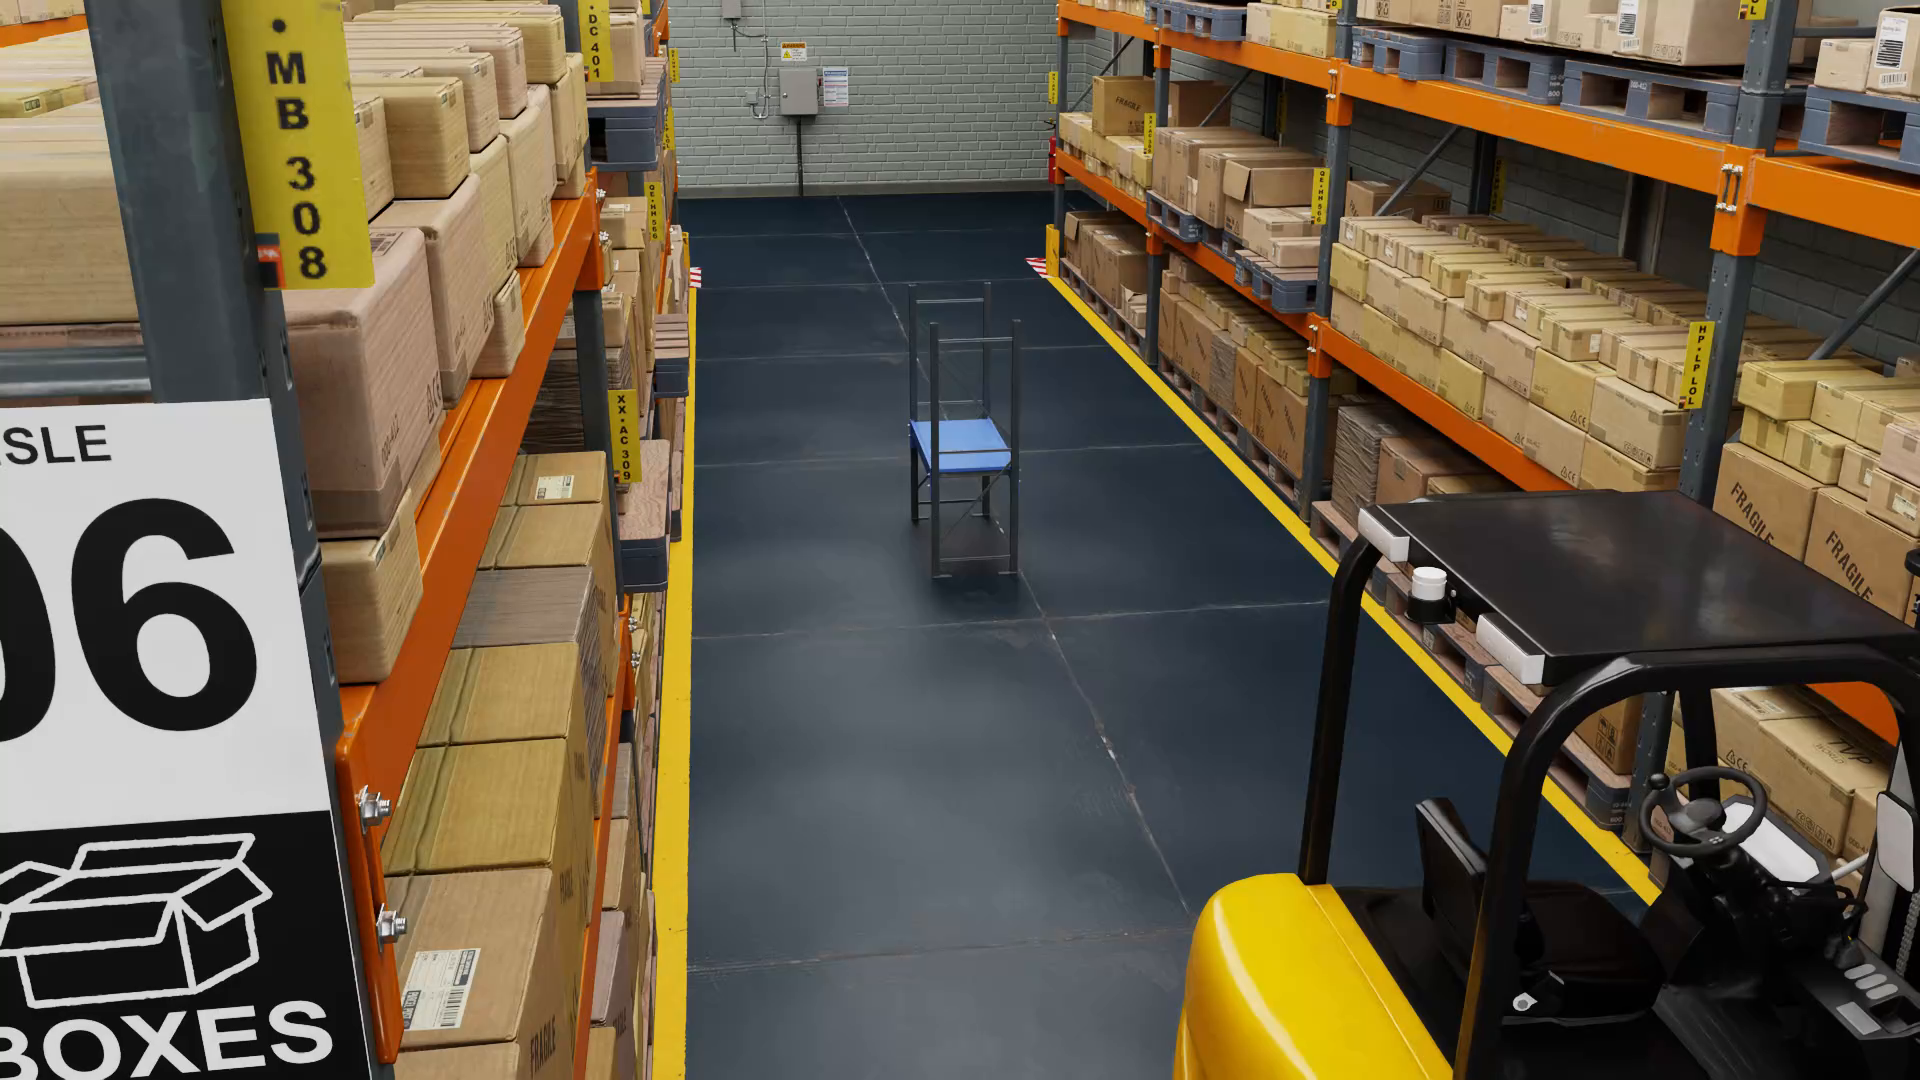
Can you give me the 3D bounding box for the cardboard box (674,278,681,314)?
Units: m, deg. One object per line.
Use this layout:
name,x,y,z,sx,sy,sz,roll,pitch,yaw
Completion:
cardboard box,-2.810,-1.902,14.085,0.875,0.438,0.875,-3,21,-9

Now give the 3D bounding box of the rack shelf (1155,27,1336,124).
rack shelf,2.374,-3.311,11.534,1.077,0.370,4.000,-3,21,-8

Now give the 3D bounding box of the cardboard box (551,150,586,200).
cardboard box,-1.324,-1.107,4.965,0.380,0.149,0.250,-3,21,-7

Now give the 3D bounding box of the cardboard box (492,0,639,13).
cardboard box,-1.442,-2.074,6.094,0.500,0.250,0.500,-3,21,-9

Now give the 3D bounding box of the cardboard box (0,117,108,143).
cardboard box,-0.997,-0.409,1.957,0.380,0.149,0.250,-3,21,-8

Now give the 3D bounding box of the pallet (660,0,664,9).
pallet,-3.106,-4.752,14.492,1.003,0.211,1.213,-3,21,-8

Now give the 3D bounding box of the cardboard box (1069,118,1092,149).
cardboard box,1.381,-4.044,16.545,0.500,0.250,0.500,-3,21,-7

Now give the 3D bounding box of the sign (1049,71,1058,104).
sign,0.972,-4.698,17.270,0.100,0.325,0.005,-3,21,-8

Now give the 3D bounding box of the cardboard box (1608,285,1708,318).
cardboard box,3.269,-1.092,7.784,0.380,0.149,0.250,-3,21,-8

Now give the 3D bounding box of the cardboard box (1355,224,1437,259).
cardboard box,2.457,-1.683,9.365,0.380,0.149,0.250,-2,21,-7

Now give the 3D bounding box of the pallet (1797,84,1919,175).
pallet,3.388,-1.235,5.074,1.003,0.211,1.213,-3,21,-8

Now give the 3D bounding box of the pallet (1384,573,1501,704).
pallet,2.915,0.465,8.670,1.003,0.211,1.213,-3,21,-8

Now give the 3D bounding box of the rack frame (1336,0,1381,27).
rack frame,2.663,-4.360,9.029,1.000,3.000,0.127,-3,21,-8

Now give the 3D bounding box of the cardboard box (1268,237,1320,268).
cardboard box,2.188,-1.837,10.607,0.380,0.149,0.250,-3,21,-7

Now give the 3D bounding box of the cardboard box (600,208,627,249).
cardboard box,-1.734,-1.433,7.670,0.380,0.149,0.250,-4,21,-10

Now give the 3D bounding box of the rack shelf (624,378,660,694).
rack shelf,-1.960,-0.269,7.677,1.077,0.370,4.000,-3,21,-8

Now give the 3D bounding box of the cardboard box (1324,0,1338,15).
cardboard box,2.373,-3.182,9.807,0.380,0.149,0.250,-2,21,-7

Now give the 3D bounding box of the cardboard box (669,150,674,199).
cardboard box,-2.768,-3.253,14.495,0.500,0.500,0.500,-3,21,-7

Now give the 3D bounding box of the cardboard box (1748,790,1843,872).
cardboard box,3.078,1.049,5.734,0.500,0.250,0.500,-3,21,-8

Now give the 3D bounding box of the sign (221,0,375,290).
sign,-0.559,-0.371,1.385,0.100,0.325,0.005,-3,21,-8

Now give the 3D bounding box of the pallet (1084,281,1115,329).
pallet,1.809,-2.290,16.045,1.003,0.211,1.213,-3,21,-8

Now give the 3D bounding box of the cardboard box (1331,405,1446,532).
cardboard box,2.739,-0.418,9.841,0.875,0.625,0.625,-2,21,-6

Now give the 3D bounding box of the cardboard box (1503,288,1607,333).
cardboard box,2.757,-1.064,7.707,0.380,0.149,0.250,-3,21,-7

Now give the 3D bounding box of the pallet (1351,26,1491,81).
pallet,2.849,-2.636,8.970,1.213,0.211,1.003,-2,21,-5

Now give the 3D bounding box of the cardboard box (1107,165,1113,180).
cardboard box,1.585,-3.450,15.525,0.380,0.149,0.250,-3,21,-8

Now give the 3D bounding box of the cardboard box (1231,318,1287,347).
cardboard box,2.177,-1.498,11.986,0.380,0.149,0.250,-4,21,-10

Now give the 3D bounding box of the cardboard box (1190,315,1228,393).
cardboard box,2.087,-1.425,12.716,0.500,0.500,0.500,-4,21,-9

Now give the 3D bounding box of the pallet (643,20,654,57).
pallet,-2.394,-2.835,9.503,1.213,0.211,1.003,-2,21,-5

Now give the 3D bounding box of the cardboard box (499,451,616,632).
cardboard box,-1.362,0.042,5.249,0.500,0.500,0.500,-3,21,-9

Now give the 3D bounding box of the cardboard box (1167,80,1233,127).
cardboard box,2.135,-3.884,15.046,0.500,0.500,0.500,-3,21,-9

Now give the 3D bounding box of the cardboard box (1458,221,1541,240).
cardboard box,3.058,-1.713,9.446,0.380,0.149,0.250,-2,21,-6

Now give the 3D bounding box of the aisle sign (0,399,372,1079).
aisle sign,-0.780,0.260,1.519,0.394,0.787,0.004,-3,21,-8

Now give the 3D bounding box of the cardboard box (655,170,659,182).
cardboard box,-2.288,-2.523,11.111,0.500,0.500,0.500,-3,21,-7

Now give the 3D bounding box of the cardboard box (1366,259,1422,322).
cardboard box,2.556,-1.375,9.109,0.500,0.250,0.500,-2,21,-6

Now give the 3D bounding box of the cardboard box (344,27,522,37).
cardboard box,-1.157,-1.030,3.619,0.380,0.149,0.250,-3,21,-7

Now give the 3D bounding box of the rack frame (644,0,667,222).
rack frame,-2.825,-2.683,13.113,1.000,3.000,0.127,-3,21,-8

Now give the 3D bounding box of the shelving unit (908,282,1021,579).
shelving unit,0.012,-0.673,9.875,0.538,1.500,1.048,-3,21,-8

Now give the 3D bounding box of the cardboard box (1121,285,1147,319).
cardboard box,1.663,-2.153,15.000,0.396,0.266,0.258,-2,21,-6

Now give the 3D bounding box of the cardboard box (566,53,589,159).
cardboard box,-1.342,-1.248,4.772,0.500,0.250,0.500,-3,21,-8

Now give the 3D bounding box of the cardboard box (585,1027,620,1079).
cardboard box,-1.086,1.555,4.023,0.500,0.500,0.500,-3,21,-7

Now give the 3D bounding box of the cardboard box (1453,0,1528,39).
cardboard box,2.673,-2.630,7.798,0.500,0.500,0.500,-2,21,-6

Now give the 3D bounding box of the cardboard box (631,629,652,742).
cardboard box,-1.857,0.691,7.235,0.950,0.372,0.625,-2,21,-4

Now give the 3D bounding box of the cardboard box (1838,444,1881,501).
cardboard box,3.129,-0.214,5.431,0.380,0.149,0.250,-3,21,-8

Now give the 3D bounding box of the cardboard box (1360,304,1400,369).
cardboard box,2.552,-1.139,9.194,0.500,0.250,0.500,-3,21,-9

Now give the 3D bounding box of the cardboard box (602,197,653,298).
cardboard box,-1.908,-1.538,8.878,0.500,0.500,0.500,-4,21,-9

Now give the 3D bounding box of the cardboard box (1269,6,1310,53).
cardboard box,2.275,-3.224,10.489,0.500,0.250,0.500,-3,21,-8

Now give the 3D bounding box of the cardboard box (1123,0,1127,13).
cardboard box,1.639,-4.690,14.557,0.380,0.149,0.250,-2,21,-6

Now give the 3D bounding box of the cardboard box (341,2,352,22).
cardboard box,-1.950,-1.449,4.741,0.380,0.149,0.250,-3,21,-9

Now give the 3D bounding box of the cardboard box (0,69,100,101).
cardboard box,-1.504,-0.646,2.591,0.380,0.149,0.250,-3,21,-8

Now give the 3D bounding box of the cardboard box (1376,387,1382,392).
cardboard box,2.896,-1.076,10.855,0.380,0.149,0.250,-2,21,-5

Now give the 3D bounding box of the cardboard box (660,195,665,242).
cardboard box,-2.271,-2.179,11.262,0.500,0.250,0.500,-3,21,-7

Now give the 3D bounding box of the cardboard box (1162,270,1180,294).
cardboard box,1.874,-2.127,13.669,0.380,0.149,0.250,-2,21,-5

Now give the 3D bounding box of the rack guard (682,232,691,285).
rack guard,-3.405,-2.905,17.281,1.175,0.500,0.348,-3,21,-8
